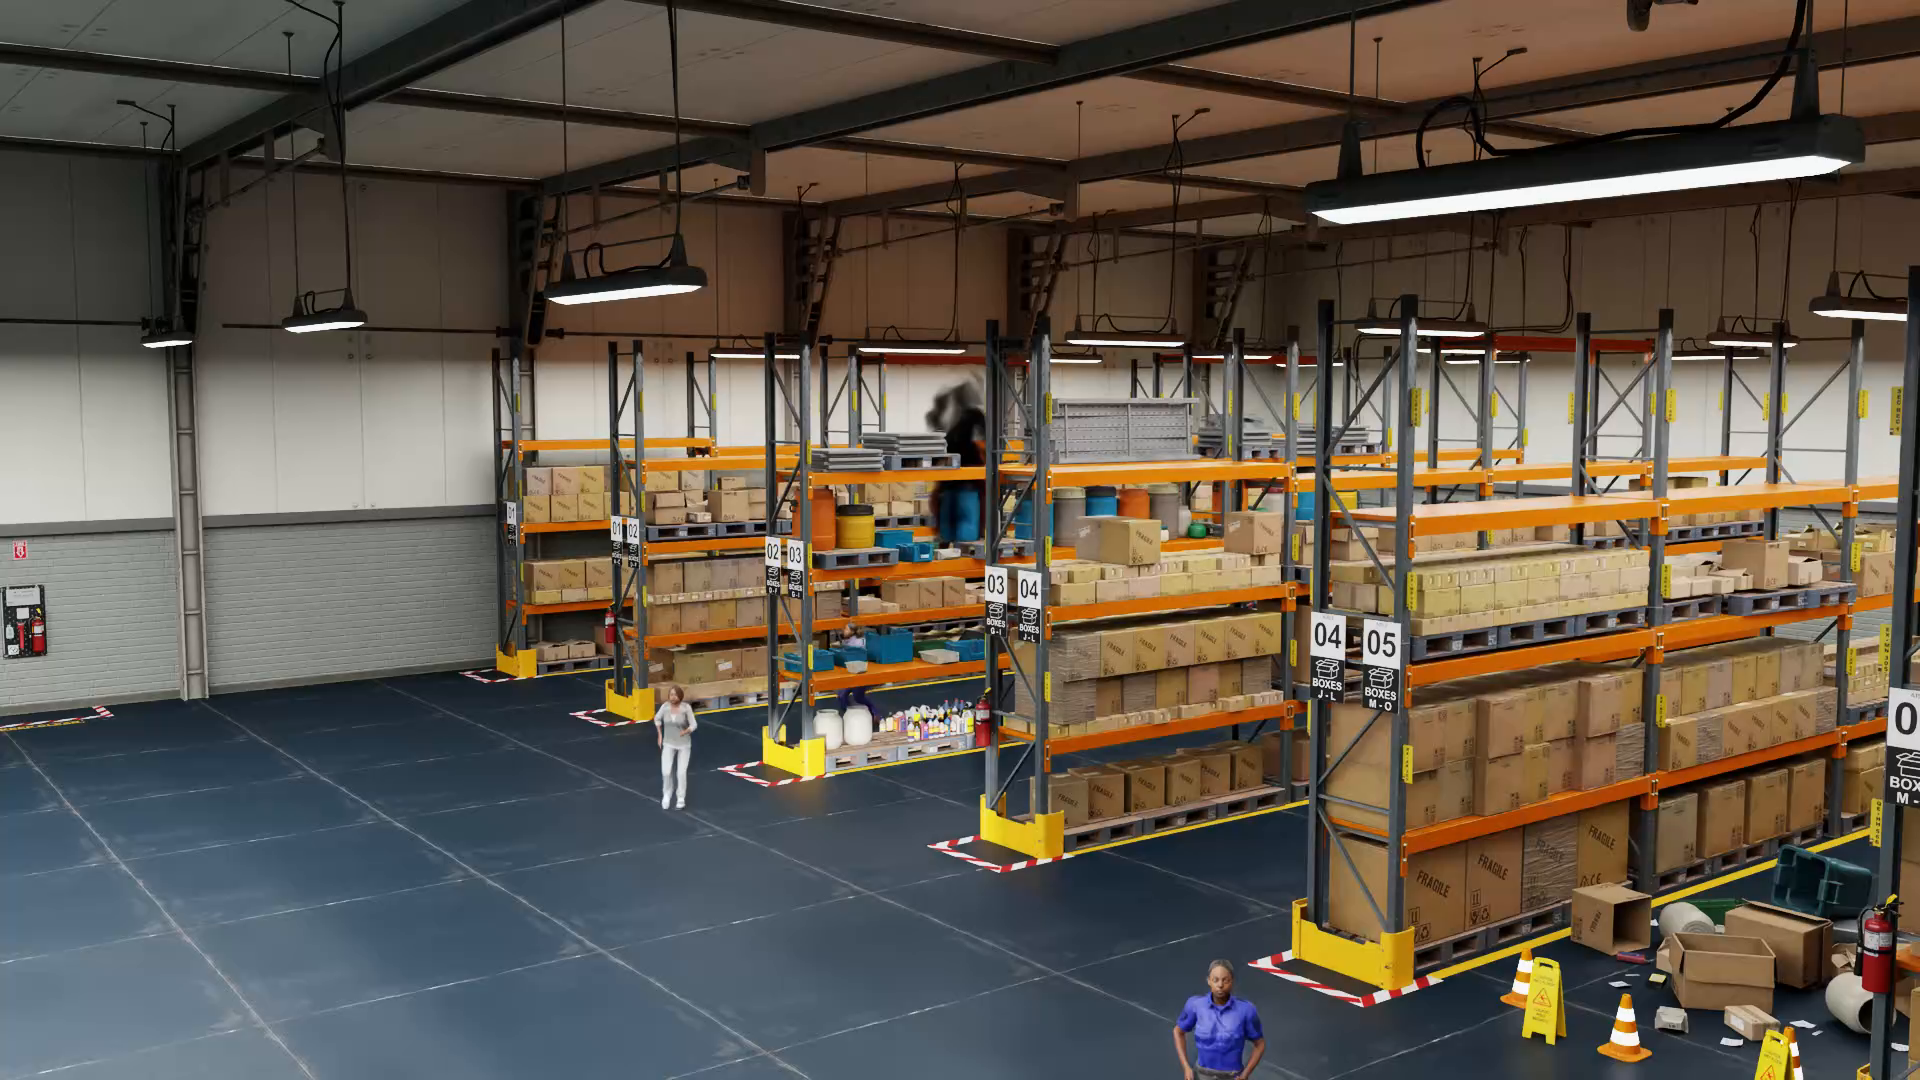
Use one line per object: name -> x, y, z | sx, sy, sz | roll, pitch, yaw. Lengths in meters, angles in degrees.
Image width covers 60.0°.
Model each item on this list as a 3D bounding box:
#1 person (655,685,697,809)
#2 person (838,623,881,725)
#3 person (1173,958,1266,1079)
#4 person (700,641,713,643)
person -> -3.512, 2.565, 20.531 | 0.538, 1.571, 0.662 | 0, 5, -5
person -> -1.547, 2.121, 25.595 | 0.721, 1.715, 0.612 | -3, 6, -33
person -> 1.632, 3.444, 10.511 | 0.586, 1.627, 0.623 | 1, 5, 12
person -> -4.419, 1.712, 29.538 | 0.626, 1.740, 0.684 | -3, 6, -32
